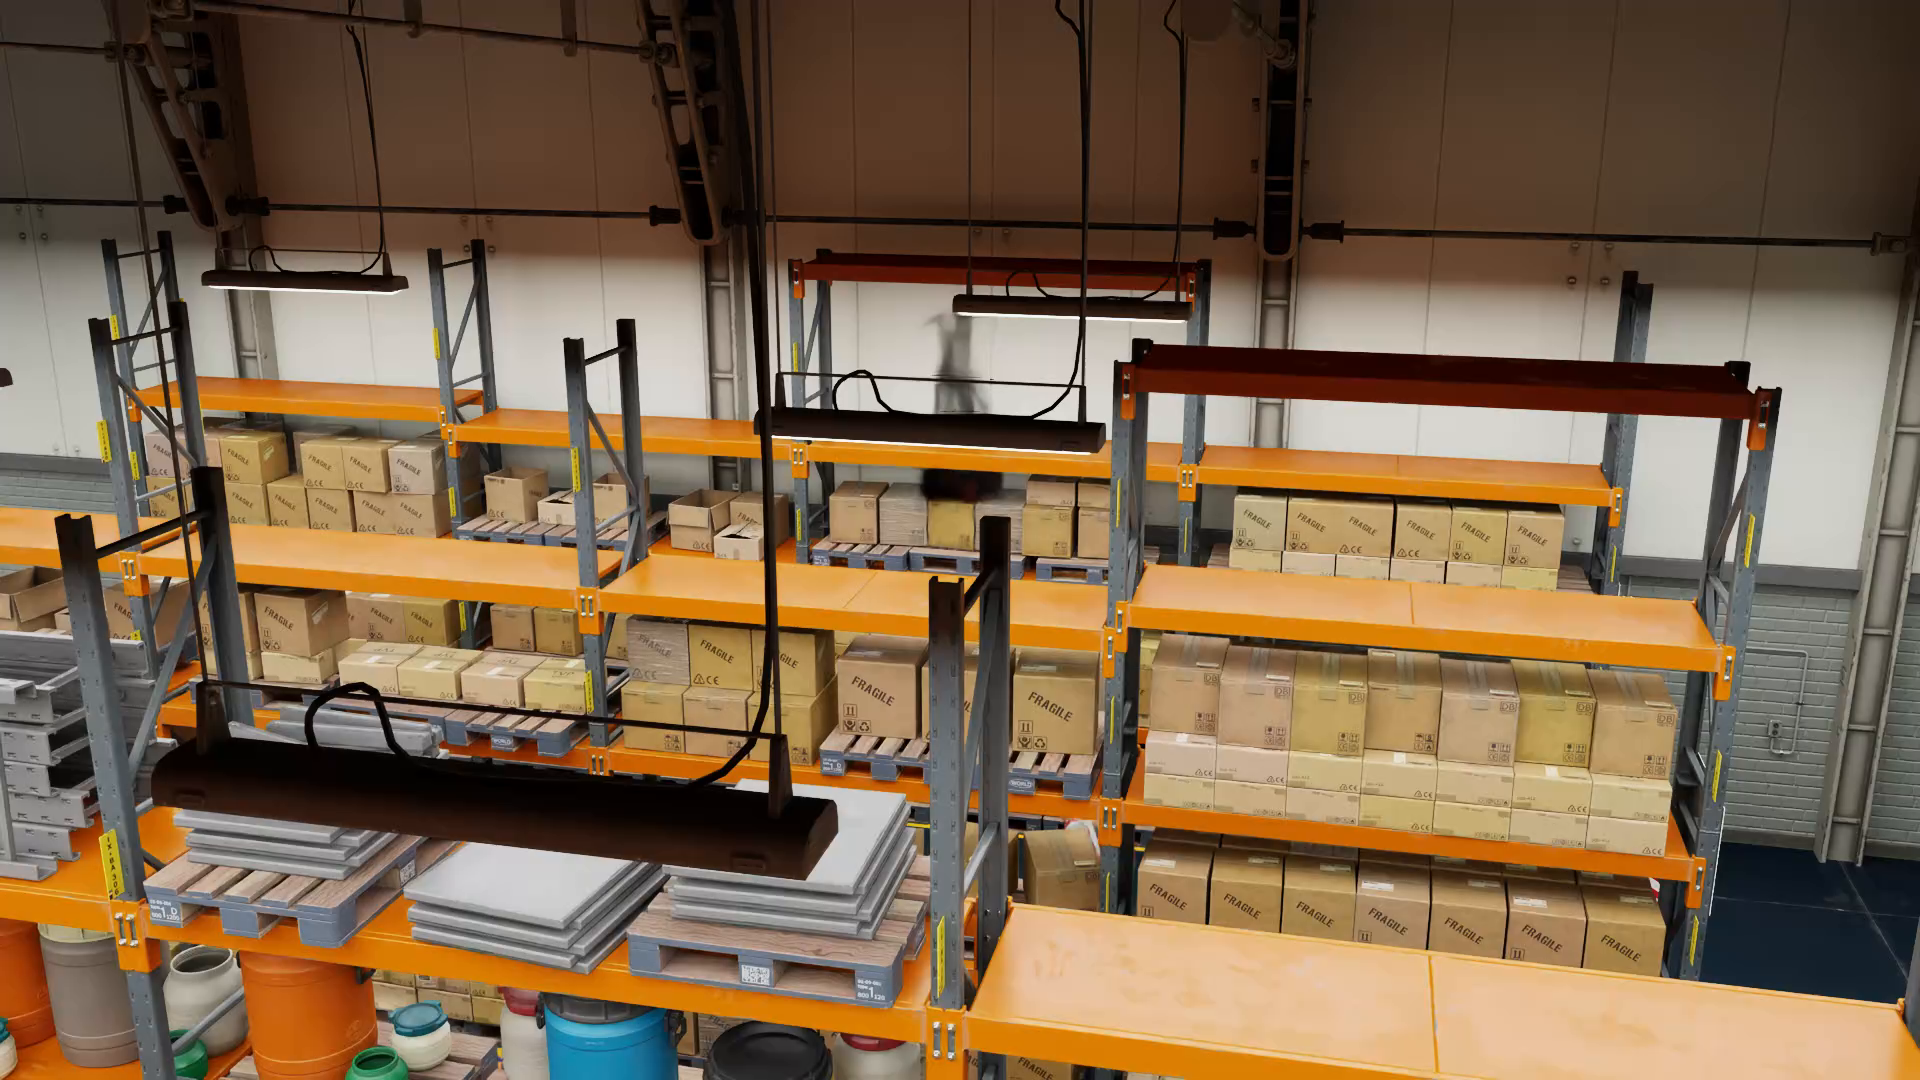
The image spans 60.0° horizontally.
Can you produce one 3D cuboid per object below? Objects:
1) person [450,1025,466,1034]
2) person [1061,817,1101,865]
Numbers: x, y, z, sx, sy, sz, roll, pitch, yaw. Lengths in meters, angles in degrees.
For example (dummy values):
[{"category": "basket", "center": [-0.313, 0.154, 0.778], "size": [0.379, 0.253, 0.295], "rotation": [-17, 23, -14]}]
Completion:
[{"category": "person", "center": [-3.301, 4.127, 11.520], "size": [0.798, 1.626, 0.586], "rotation": [2, 16, 6]}, {"category": "person", "center": [1.172, 3.025, 14.914], "size": [0.807, 1.709, 0.654], "rotation": [4, 17, 13]}]
